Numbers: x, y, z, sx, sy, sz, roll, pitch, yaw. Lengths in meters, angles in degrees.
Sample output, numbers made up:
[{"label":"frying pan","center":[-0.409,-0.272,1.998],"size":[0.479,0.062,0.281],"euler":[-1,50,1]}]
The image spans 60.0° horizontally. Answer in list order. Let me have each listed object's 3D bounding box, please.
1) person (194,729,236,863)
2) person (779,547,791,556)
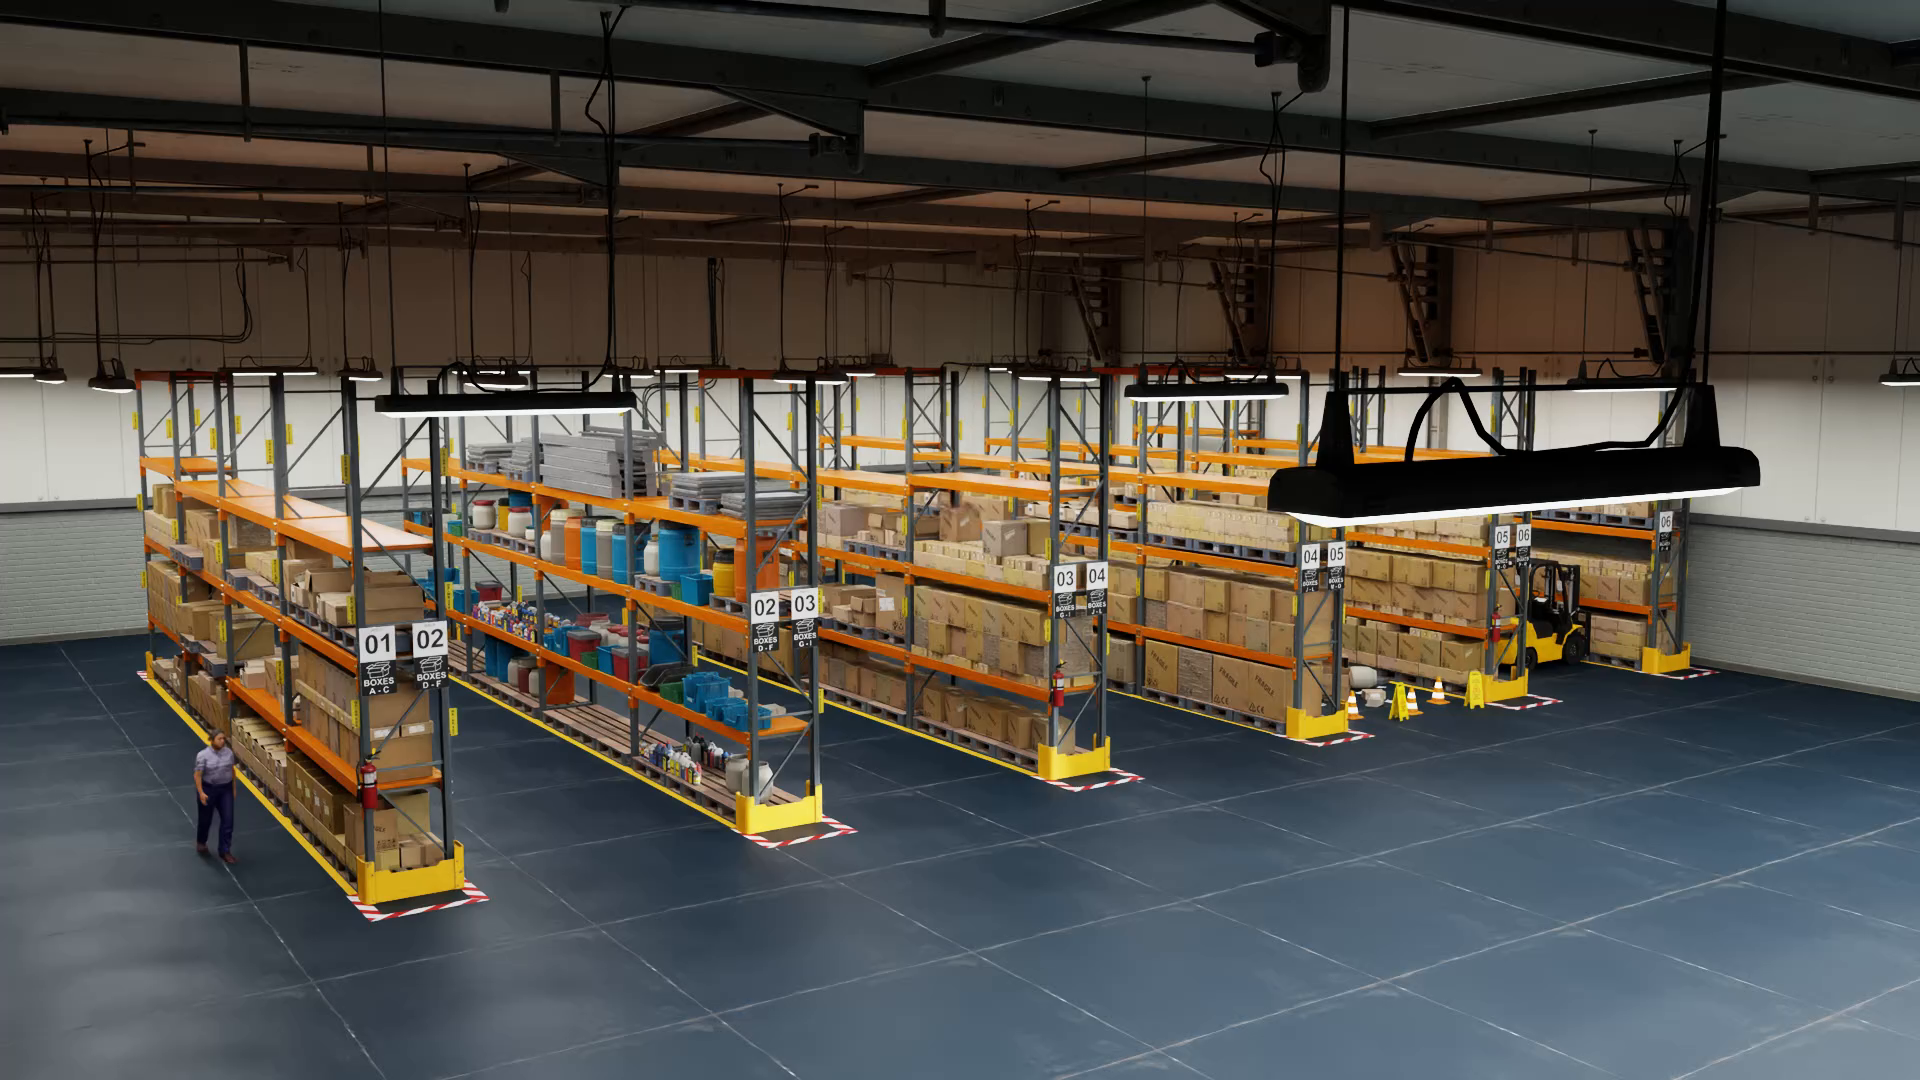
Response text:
[{"label":"person","center":[-9.332,3.184,20.905],"size":[0.808,1.630,0.565],"euler":[5,8,40]},{"label":"person","center":[-4.441,0.591,43.201],"size":[0.521,1.738,0.986],"euler":[5,8,37]}]
